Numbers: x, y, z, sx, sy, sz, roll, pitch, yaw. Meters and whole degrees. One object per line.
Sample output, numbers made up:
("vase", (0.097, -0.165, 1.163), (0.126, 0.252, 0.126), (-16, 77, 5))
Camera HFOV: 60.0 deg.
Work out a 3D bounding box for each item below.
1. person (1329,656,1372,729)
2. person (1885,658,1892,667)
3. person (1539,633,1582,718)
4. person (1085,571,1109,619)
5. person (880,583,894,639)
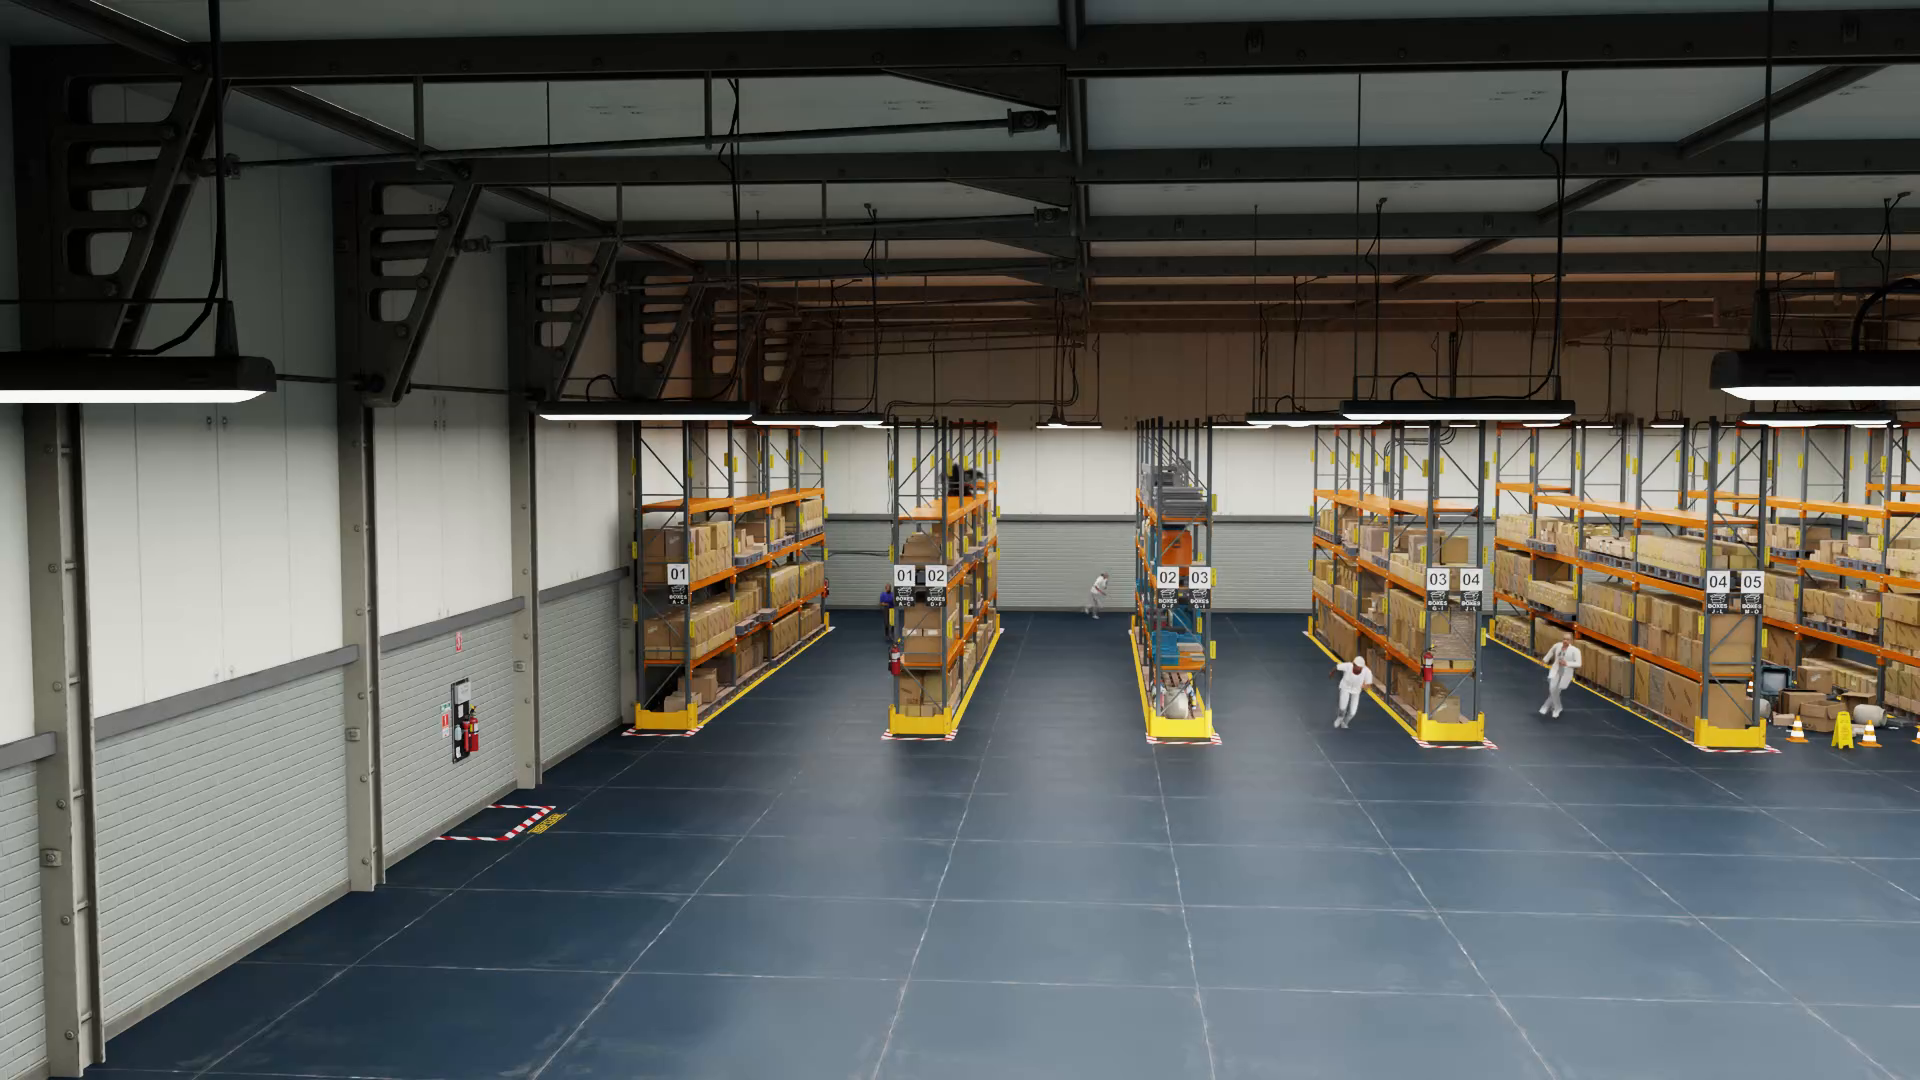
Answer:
("person", (7.451, 2.904, 31.673), (0.730, 1.476, 0.928), (0, 4, 4))
("person", (21.658, 2.365, 38.474), (0.608, 1.665, 0.870), (0, 4, 1))
("person", (12.014, 2.688, 33.293), (0.829, 1.679, 0.772), (2, 4, 25))
("person", (4.228, 1.662, 50.929), (0.828, 1.487, 0.585), (3, 5, 34))
("person", (-1.927, 1.945, 45.290), (0.515, 1.558, 0.913), (0, 4, -3))
